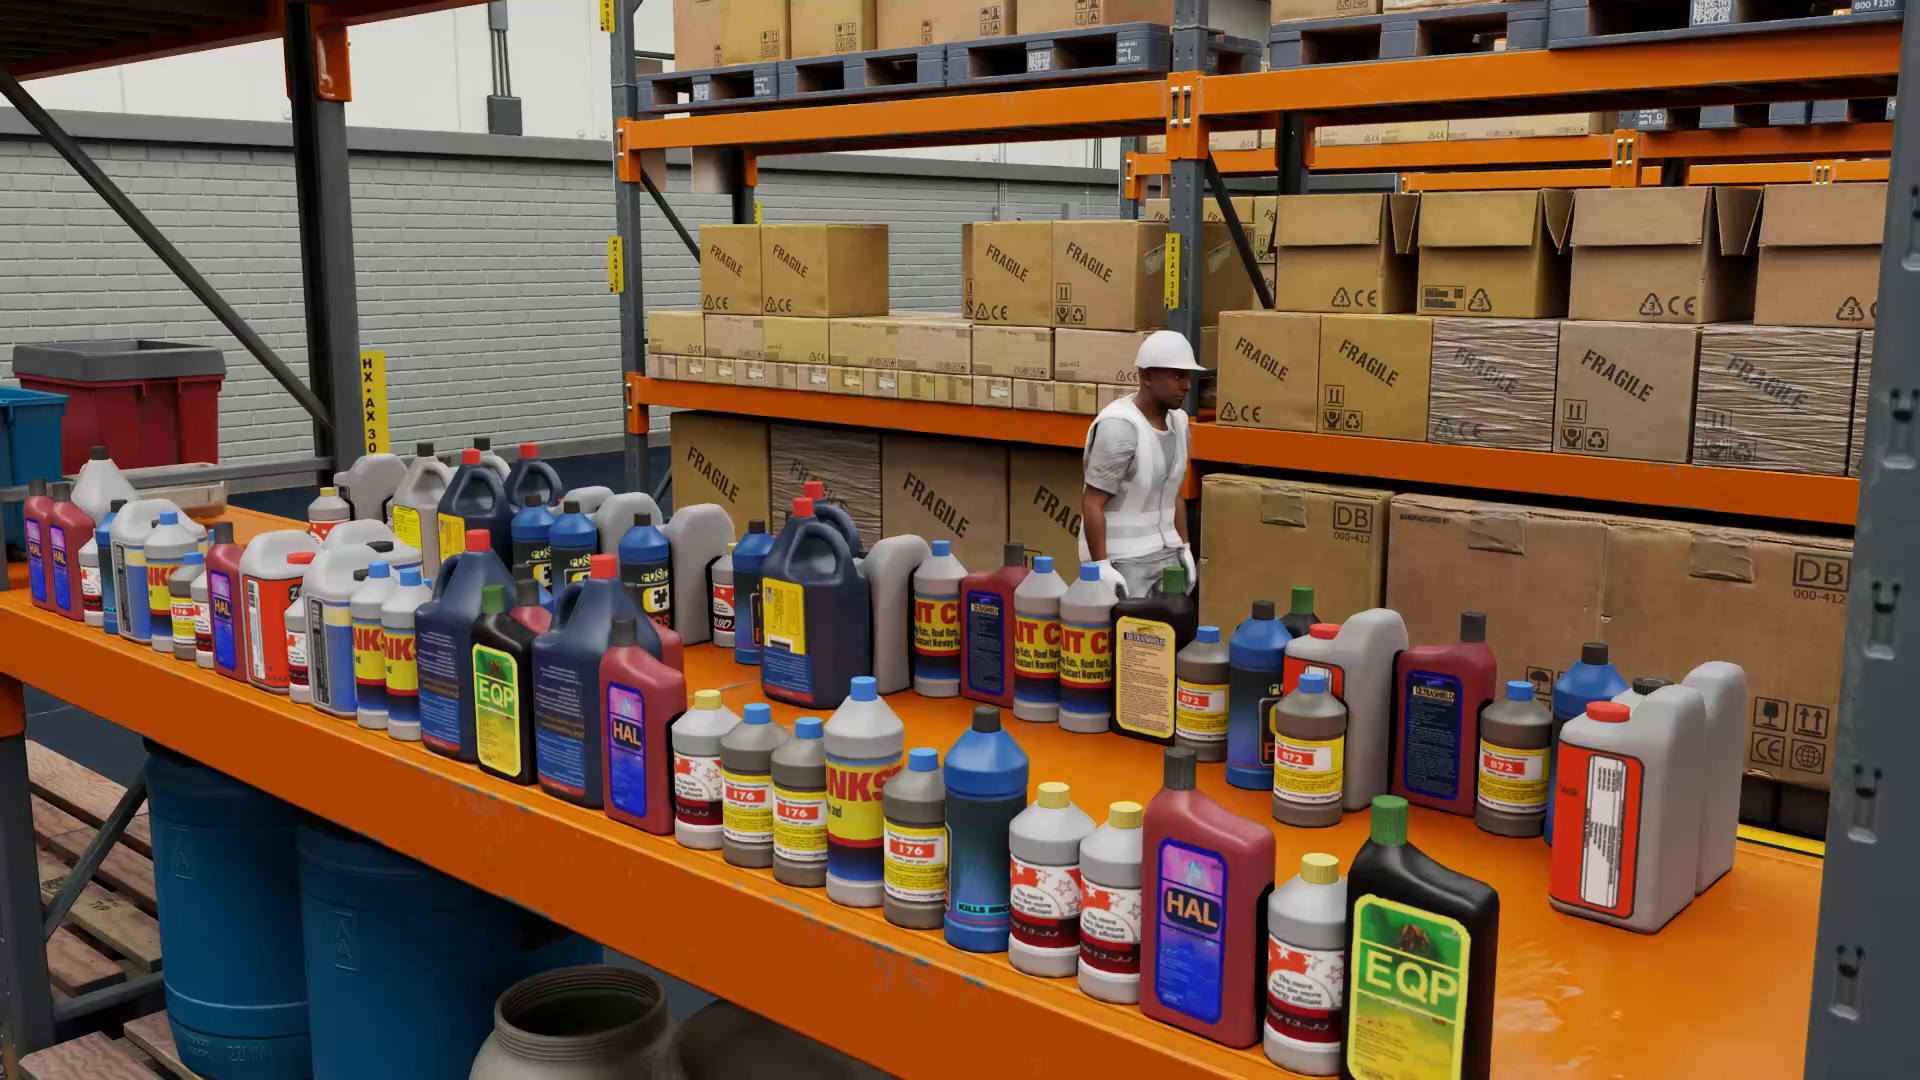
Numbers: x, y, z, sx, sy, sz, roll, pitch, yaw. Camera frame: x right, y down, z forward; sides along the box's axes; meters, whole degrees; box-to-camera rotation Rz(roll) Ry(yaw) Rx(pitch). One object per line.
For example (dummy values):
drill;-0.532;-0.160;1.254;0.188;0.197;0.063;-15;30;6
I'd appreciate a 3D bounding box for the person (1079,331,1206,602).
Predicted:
person;0.697;0.094;6.346;0.450;1.773;0.614;9;13;40
